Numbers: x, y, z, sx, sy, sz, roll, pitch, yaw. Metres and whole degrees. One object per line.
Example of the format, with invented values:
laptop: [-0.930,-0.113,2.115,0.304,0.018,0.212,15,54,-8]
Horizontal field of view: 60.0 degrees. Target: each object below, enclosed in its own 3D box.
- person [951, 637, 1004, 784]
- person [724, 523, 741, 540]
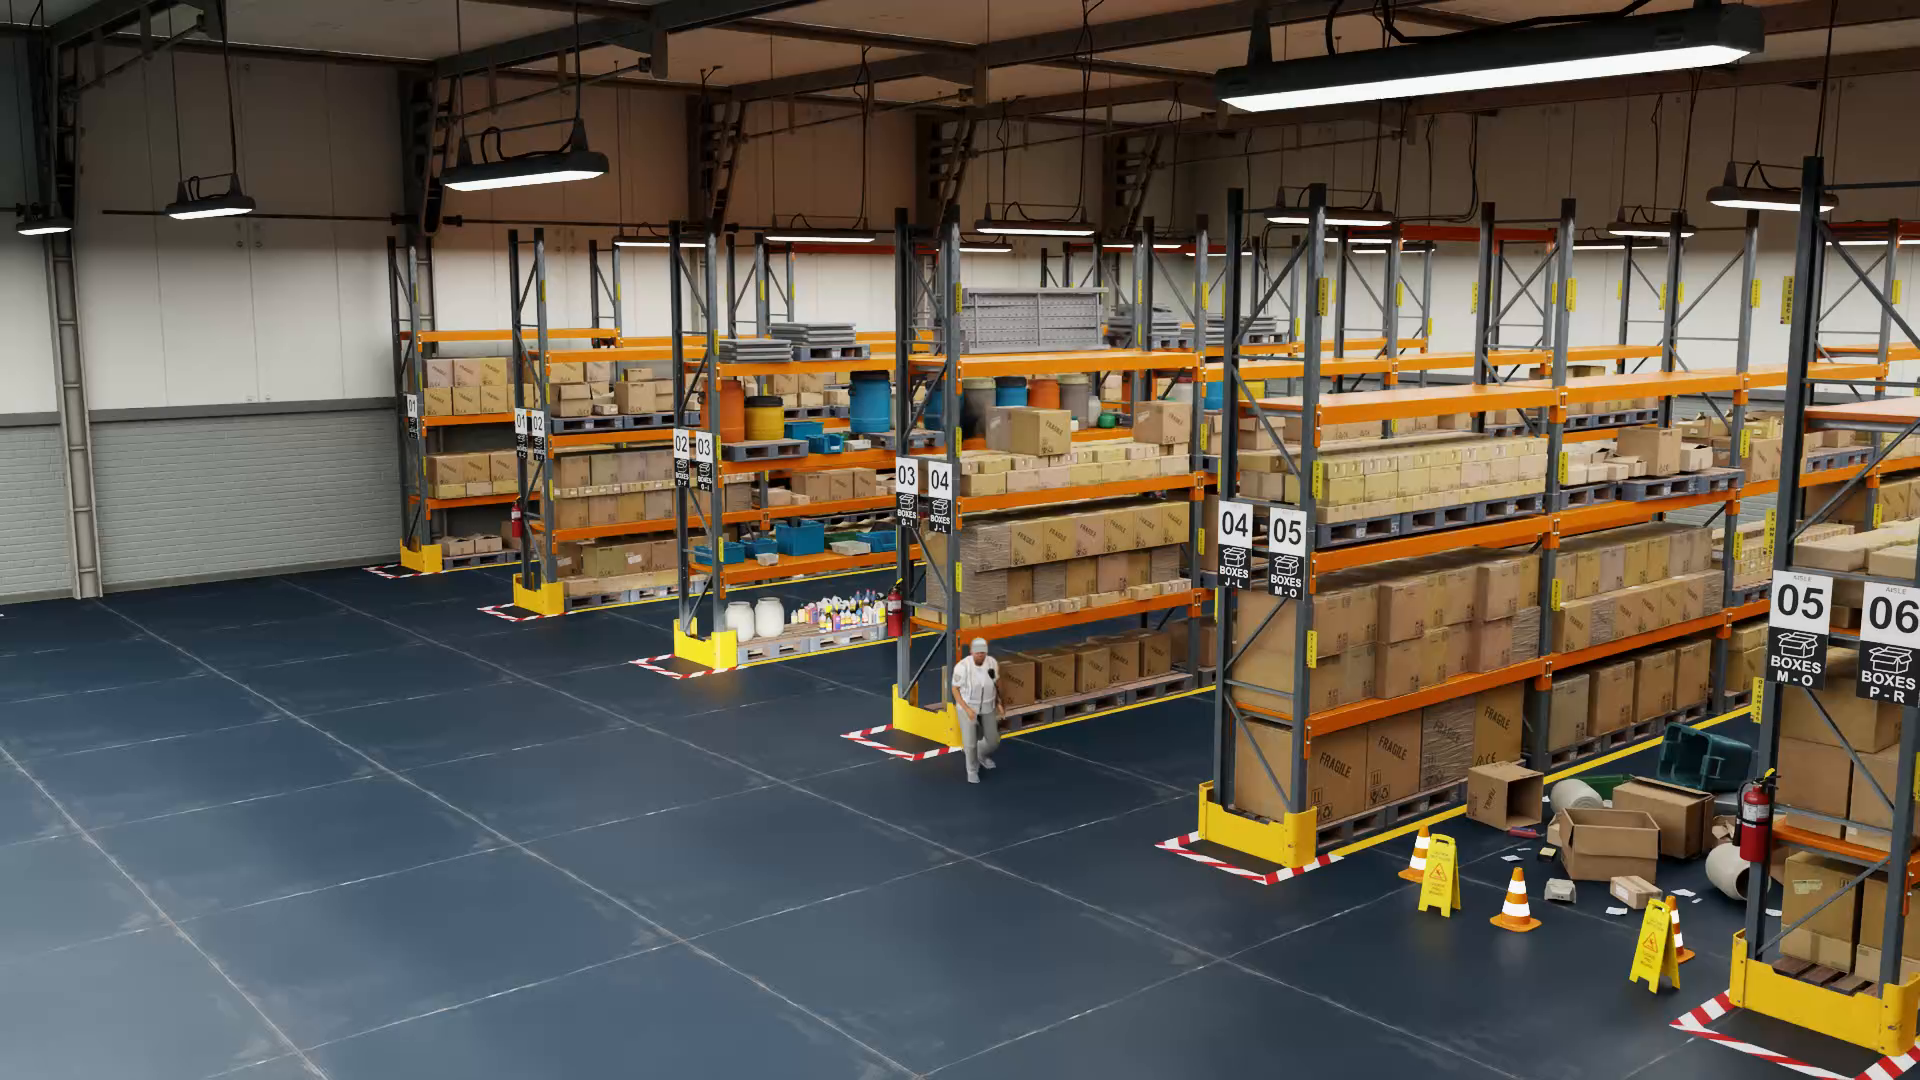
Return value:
person: [0.171,1.745,17.287,0.594,1.585,0.782,-3,9,-16]
person: [-4.223,-0.353,31.060,0.516,1.556,0.660,8,12,43]
